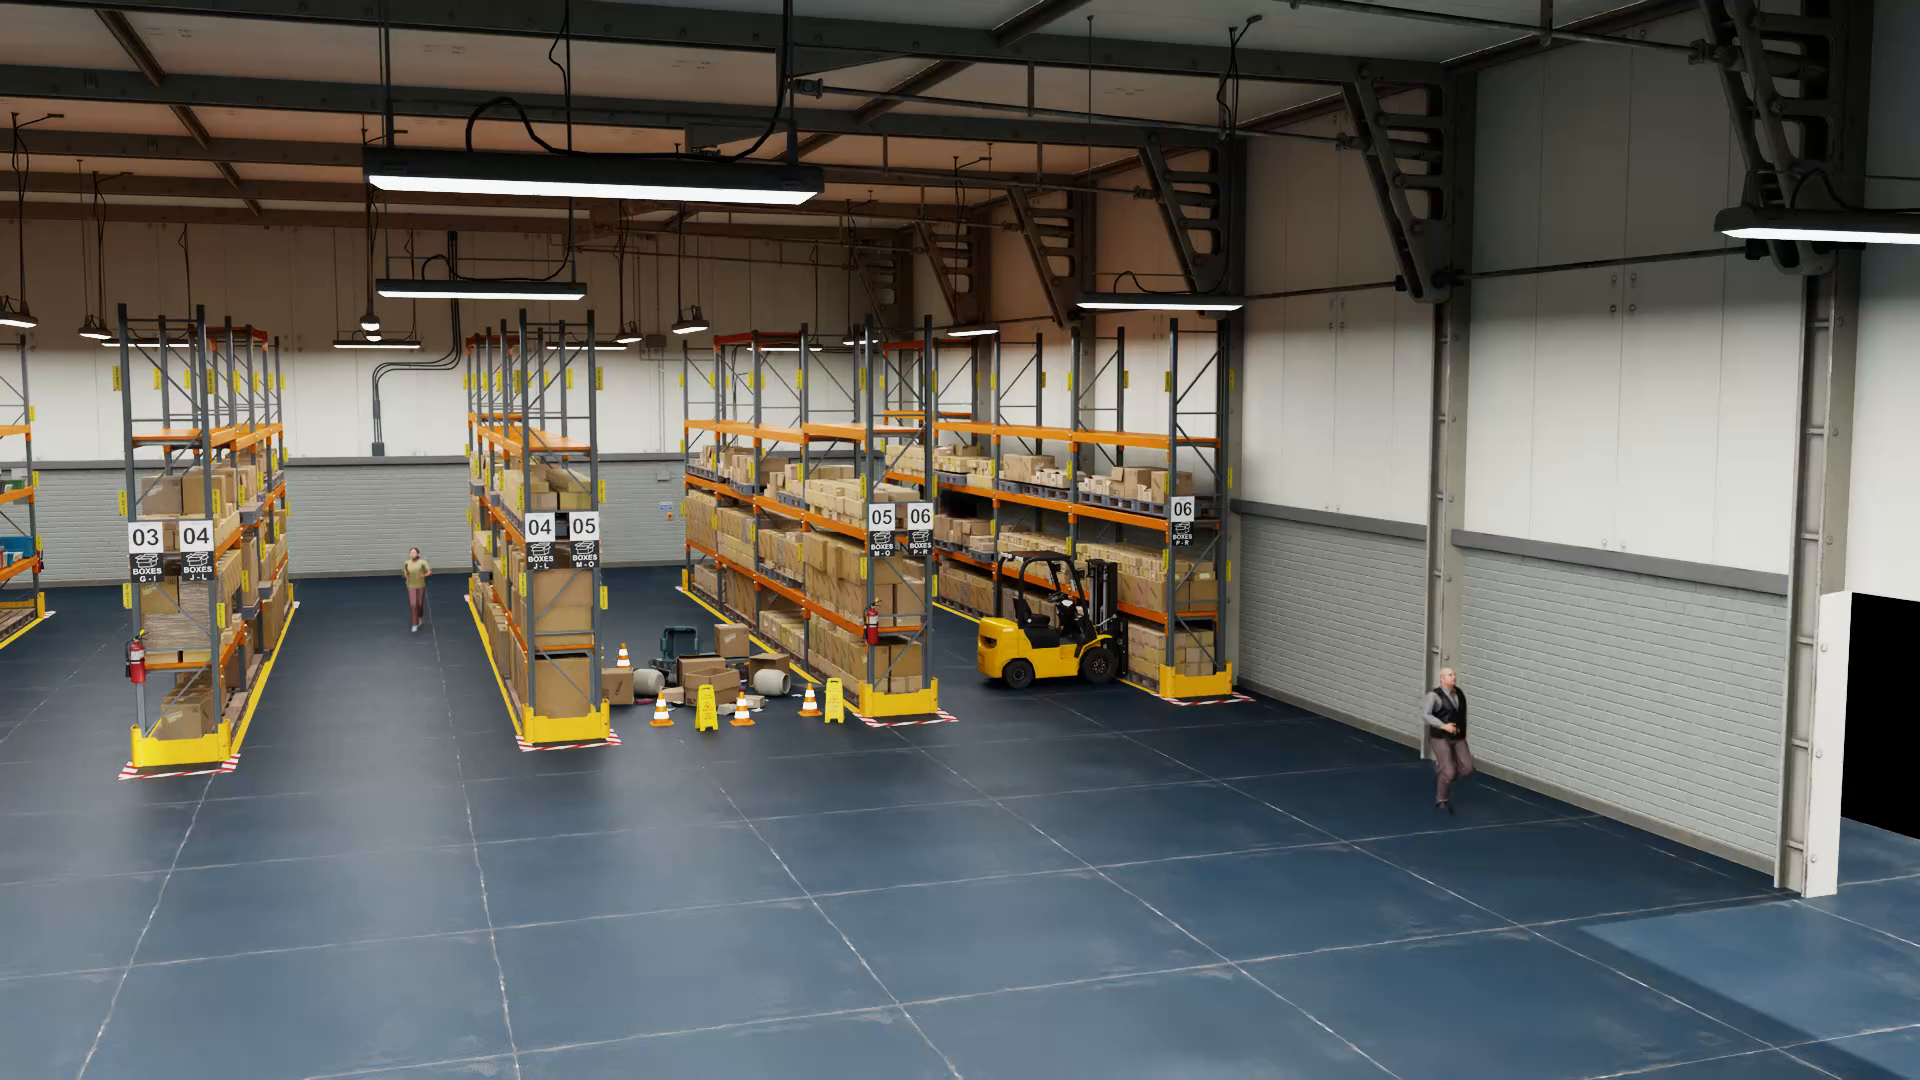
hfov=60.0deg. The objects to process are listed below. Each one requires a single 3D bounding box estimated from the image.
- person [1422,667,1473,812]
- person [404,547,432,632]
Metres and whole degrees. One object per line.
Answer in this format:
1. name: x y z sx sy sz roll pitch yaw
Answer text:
1. person: 5.715 2.327 19.428 0.698 1.687 0.591 -2 6 -22
2. person: -10.992 0.979 33.694 0.565 1.679 0.889 -1 6 -10
